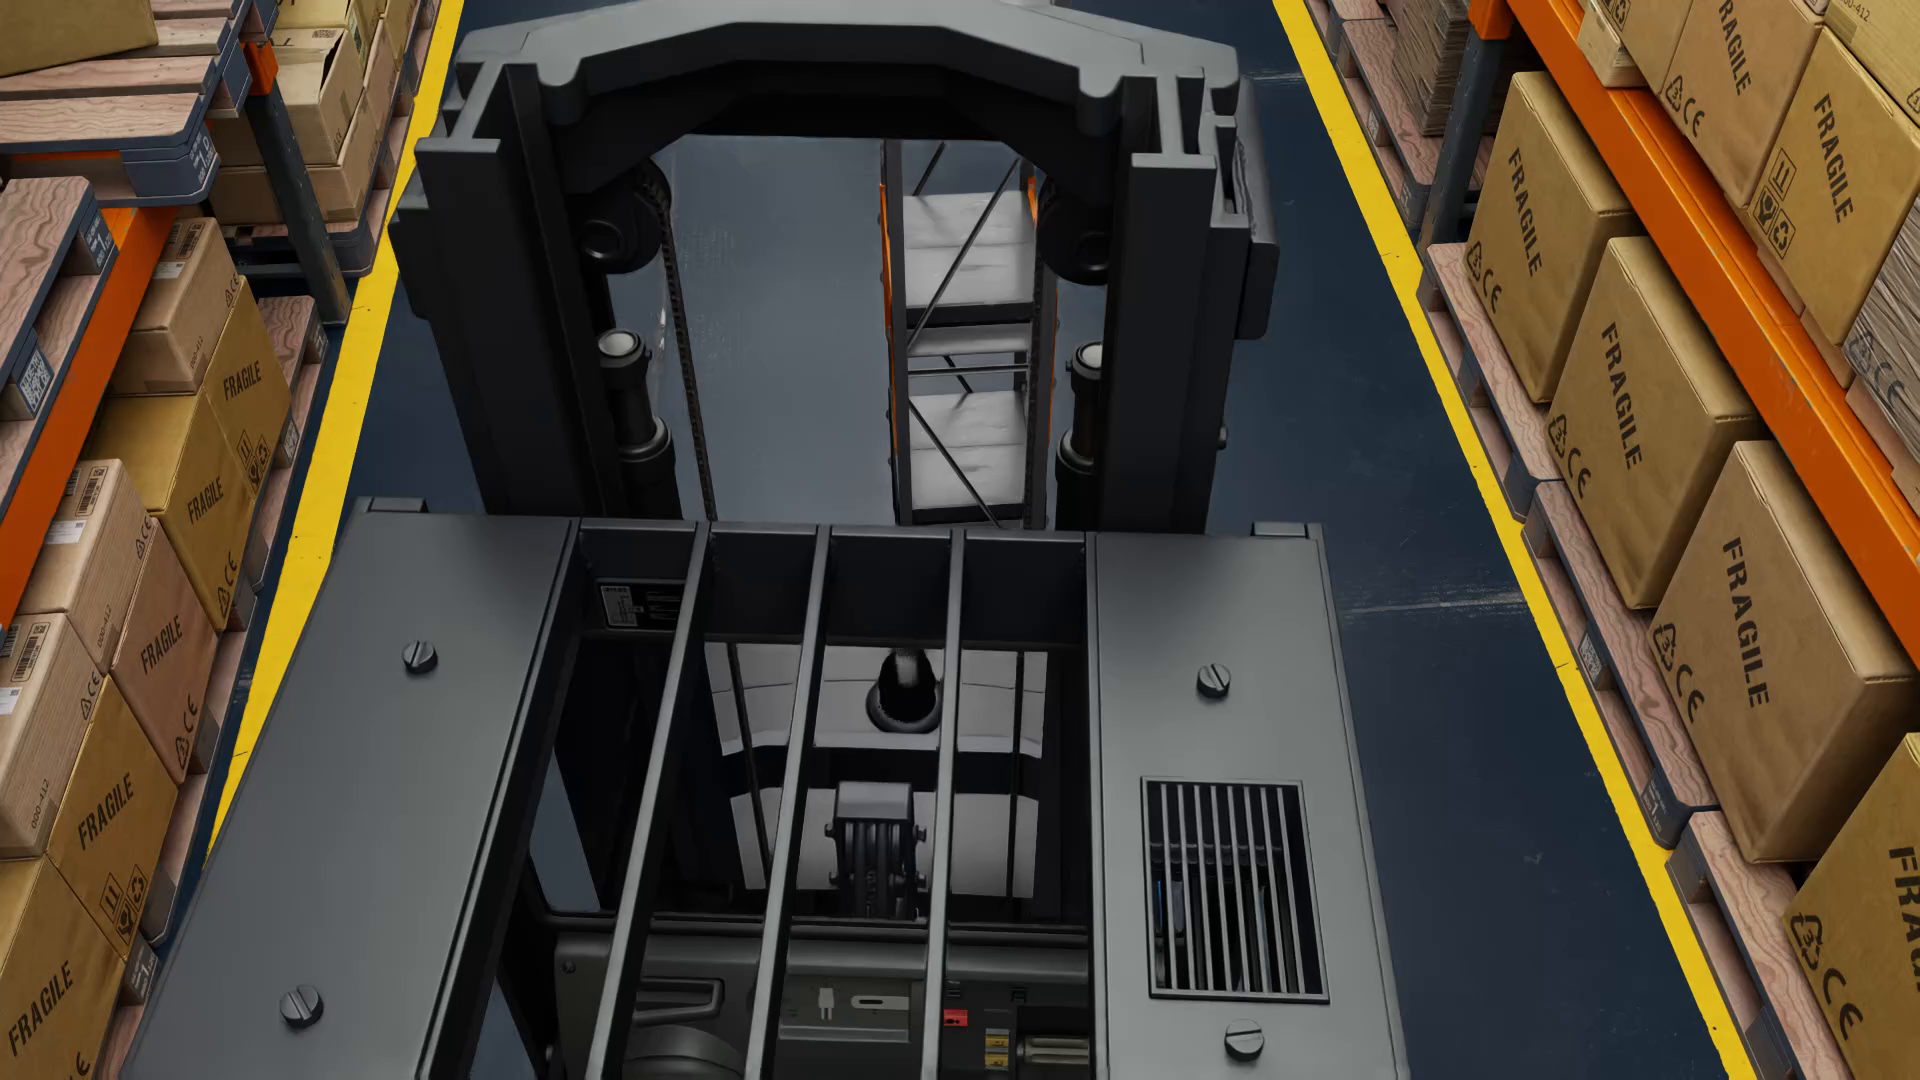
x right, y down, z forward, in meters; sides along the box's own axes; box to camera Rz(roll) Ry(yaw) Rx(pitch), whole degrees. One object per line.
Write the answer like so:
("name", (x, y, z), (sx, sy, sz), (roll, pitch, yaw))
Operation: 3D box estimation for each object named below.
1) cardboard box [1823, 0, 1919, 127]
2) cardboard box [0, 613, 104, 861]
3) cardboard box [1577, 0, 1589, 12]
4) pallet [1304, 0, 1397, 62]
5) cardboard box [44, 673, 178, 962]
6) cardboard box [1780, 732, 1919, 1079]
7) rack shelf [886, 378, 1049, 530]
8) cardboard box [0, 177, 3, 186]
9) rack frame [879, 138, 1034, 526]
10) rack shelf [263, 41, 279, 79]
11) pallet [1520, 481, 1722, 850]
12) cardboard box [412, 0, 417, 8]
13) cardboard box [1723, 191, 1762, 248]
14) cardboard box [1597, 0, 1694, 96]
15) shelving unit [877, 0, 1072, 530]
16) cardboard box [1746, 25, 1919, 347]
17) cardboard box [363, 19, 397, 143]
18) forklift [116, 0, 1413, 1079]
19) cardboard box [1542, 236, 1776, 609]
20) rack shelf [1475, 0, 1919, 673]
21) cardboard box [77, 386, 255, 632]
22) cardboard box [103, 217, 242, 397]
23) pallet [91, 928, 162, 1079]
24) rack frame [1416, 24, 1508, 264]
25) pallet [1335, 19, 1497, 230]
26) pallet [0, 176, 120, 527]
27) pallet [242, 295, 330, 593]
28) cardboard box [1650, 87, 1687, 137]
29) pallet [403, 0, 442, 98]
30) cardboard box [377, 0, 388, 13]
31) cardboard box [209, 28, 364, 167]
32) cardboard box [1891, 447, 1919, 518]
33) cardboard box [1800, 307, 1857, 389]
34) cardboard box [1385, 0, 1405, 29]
("cardboard box", (2.149, -1.056, 3.380), (0.500, 0.250, 0.500), (-4, 47, -4))
("cardboard box", (-2.255, 0.442, 3.668), (0.500, 0.250, 0.500), (-3, 47, -3))
("cardboard box", (2.037, -1.604, 4.862), (0.380, 0.149, 0.250), (-3, 47, -3))
("pallet", (2.065, -2.606, 7.572), (1.003, 0.211, 1.213), (-3, 47, -3))
("cardboard box", (-2.261, 0.676, 3.963), (0.500, 0.500, 0.500), (-3, 47, -3))
("cardboard box", (2.379, 0.908, 3.515), (0.750, 0.750, 0.750), (-3, 47, -3))
("rack shelf", (0.014, -0.112, 4.892), (0.431, 0.518, 0.480), (-3, 47, -3))
("cardboard box", (-2.657, -0.871, 3.651), (0.700, 0.500, 0.500), (4, 47, 4))
("rack frame", (-0.007, -0.779, 4.541), (0.400, 2.100, 0.015), (-3, 47, -3))
("rack shelf", (-2.876, -3.014, 6.534), (1.077, 0.370, 4.000), (-3, 47, -3))
("pallet", (2.318, 0.296, 4.824), (1.003, 0.211, 1.213), (-3, 47, -3))
("cardboard box", (-2.594, -2.521, 7.176), (0.500, 0.250, 0.500), (-3, 47, -2))
("cardboard box", (2.160, -0.857, 4.155), (0.380, 0.149, 0.250), (-3, 47, -3))
("cardboard box", (2.048, -1.515, 4.332), (0.500, 0.500, 0.500), (-2, 47, -2))
("shelving unit", (0.014, -0.602, 4.374), (0.431, 2.100, 0.503), (-3, 47, -3))
("cardboard box", (2.140, -0.780, 3.635), (0.500, 0.500, 0.500), (-2, 47, -2))
("cardboard box", (-2.502, -1.774, 6.469), (0.500, 0.250, 0.500), (-5, 47, -4))
("forklift", (-0.150, 0.894, 2.385), (1.130, 2.935, 3.031), (2, 47, 2))
("cardboard box", (2.226, -0.349, 4.706), (0.750, 0.750, 0.750), (-4, 47, -3))
("rack shelf", (2.395, -0.424, 4.081), (1.077, 0.370, 4.000), (-3, 47, -3))
("cardboard box", (-2.353, -0.069, 4.668), (0.500, 0.500, 0.500), (-5, 47, -5))
("cardboard box", (-2.387, -0.661, 4.712), (0.500, 0.250, 0.500), (-2, 47, -2))
("pallet", (-2.479, 1.452, 3.729), (1.003, 0.211, 1.213), (-3, 47, -3))
("rack frame", (2.228, -2.118, 5.190), (1.000, 3.000, 0.127), (-3, 47, -3))
("pallet", (2.164, -1.725, 6.738), (1.003, 0.211, 1.213), (-3, 47, -3))
("pallet", (-2.541, -0.342, 3.640), (1.003, 0.211, 1.213), (-3, 47, -3))
("pallet", (-2.683, -0.313, 5.401), (1.003, 0.211, 1.213), (-3, 47, -3))
("cardboard box", (2.119, -1.232, 4.510), (0.380, 0.149, 0.250), (-4, 47, -4))
("pallet", (-2.837, -2.334, 7.315), (1.003, 0.211, 1.213), (-3, 47, -3))
("cardboard box", (-2.552, -2.352, 6.630), (0.500, 0.311, 0.500), (-5, 47, -4))
("cardboard box", (-2.459, -1.603, 5.921), (0.500, 0.311, 0.500), (-2, 47, -2))
("cardboard box", (2.196, -0.112, 3.449), (0.380, 0.149, 0.250), (-3, 47, -3))
("cardboard box", (2.179, -0.487, 3.804), (0.380, 0.149, 0.250), (-2, 47, -2))
("cardboard box", (2.188, -2.308, 6.788), (0.700, 0.500, 0.500), (-4, 47, -3))
